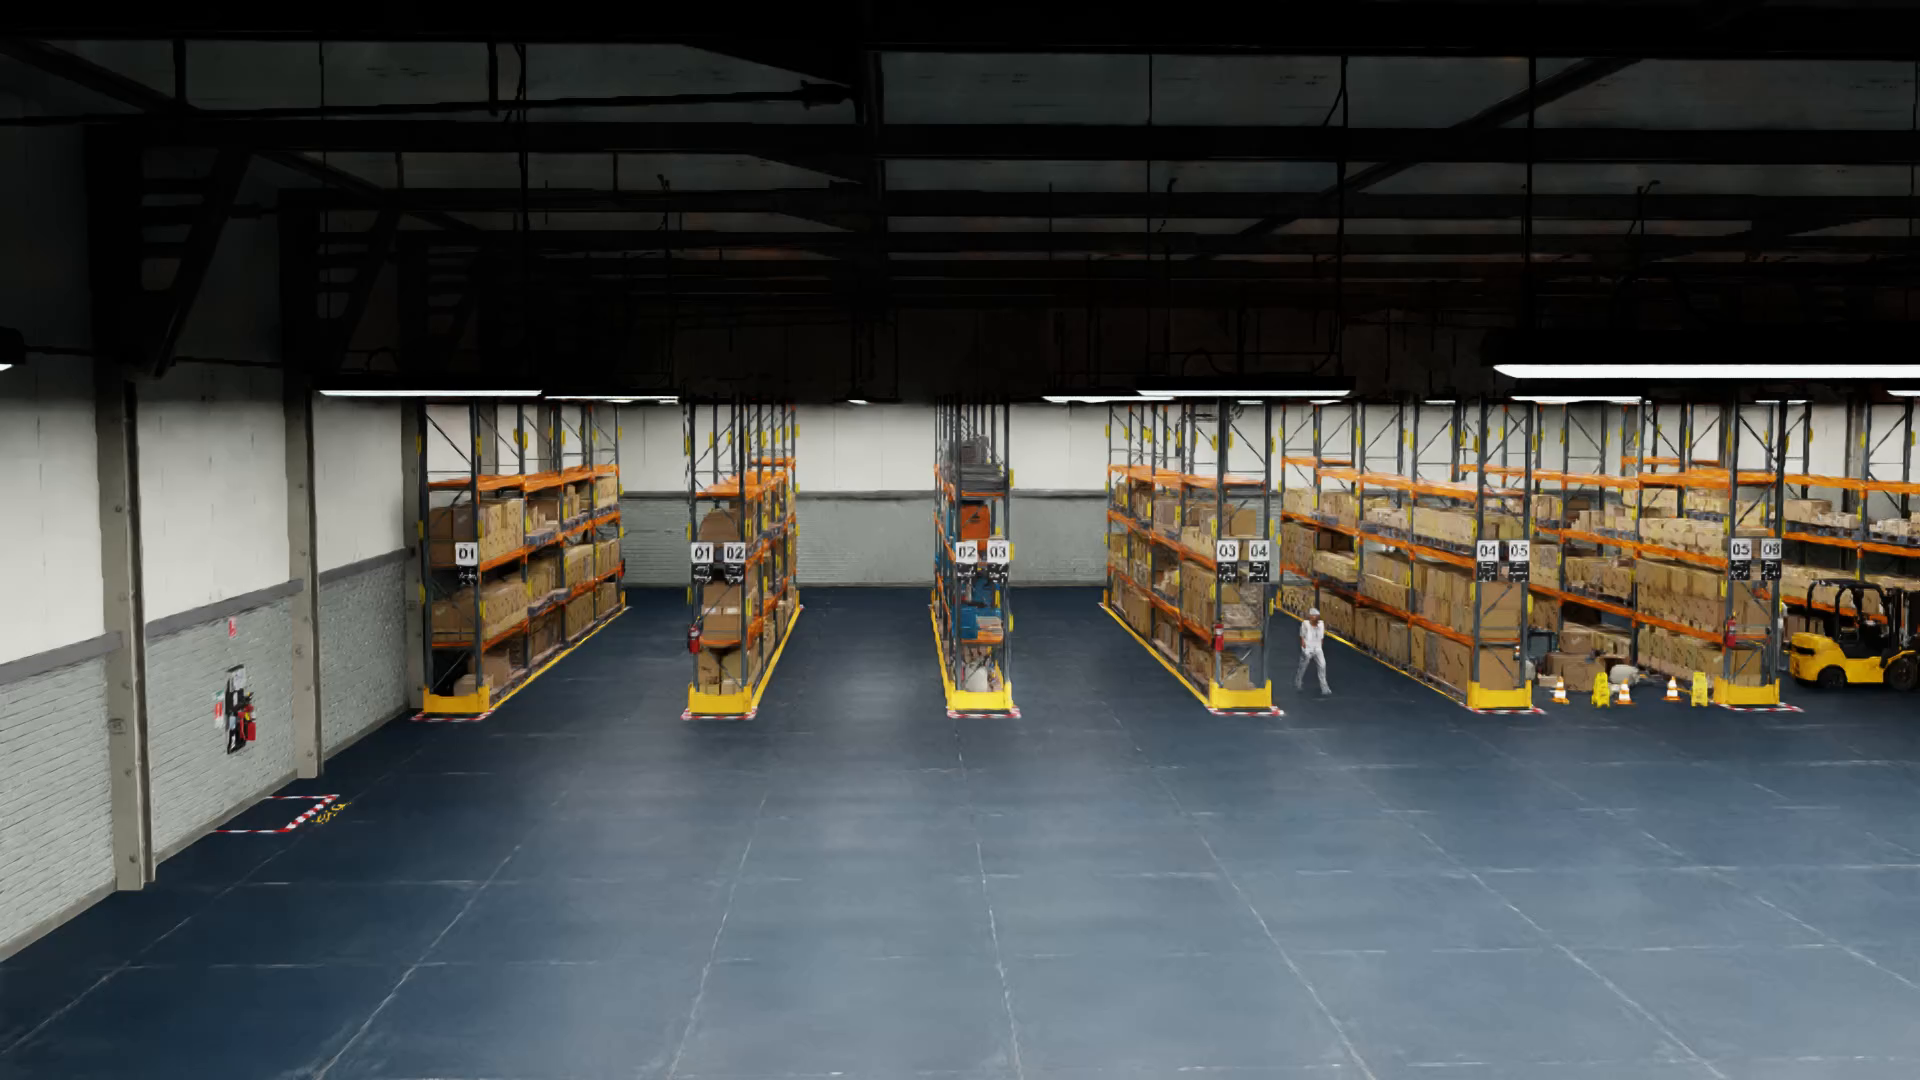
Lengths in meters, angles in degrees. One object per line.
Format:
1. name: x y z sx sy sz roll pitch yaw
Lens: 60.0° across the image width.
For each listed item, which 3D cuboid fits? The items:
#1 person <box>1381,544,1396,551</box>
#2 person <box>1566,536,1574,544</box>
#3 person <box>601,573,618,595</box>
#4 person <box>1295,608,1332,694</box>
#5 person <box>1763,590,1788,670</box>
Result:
1. person: 13.244 0.713 51.219 0.575 1.717 0.553 3 5 34
2. person: 19.381 0.665 52.814 0.480 1.651 0.579 -3 6 -37
3. person: -10.197 0.964 48.168 0.577 1.773 0.758 3 5 32
4. person: 7.055 2.192 33.258 0.580 1.706 1.096 -1 5 -11
5. person: 17.767 1.920 36.234 0.446 1.766 0.628 -3 5 -33
